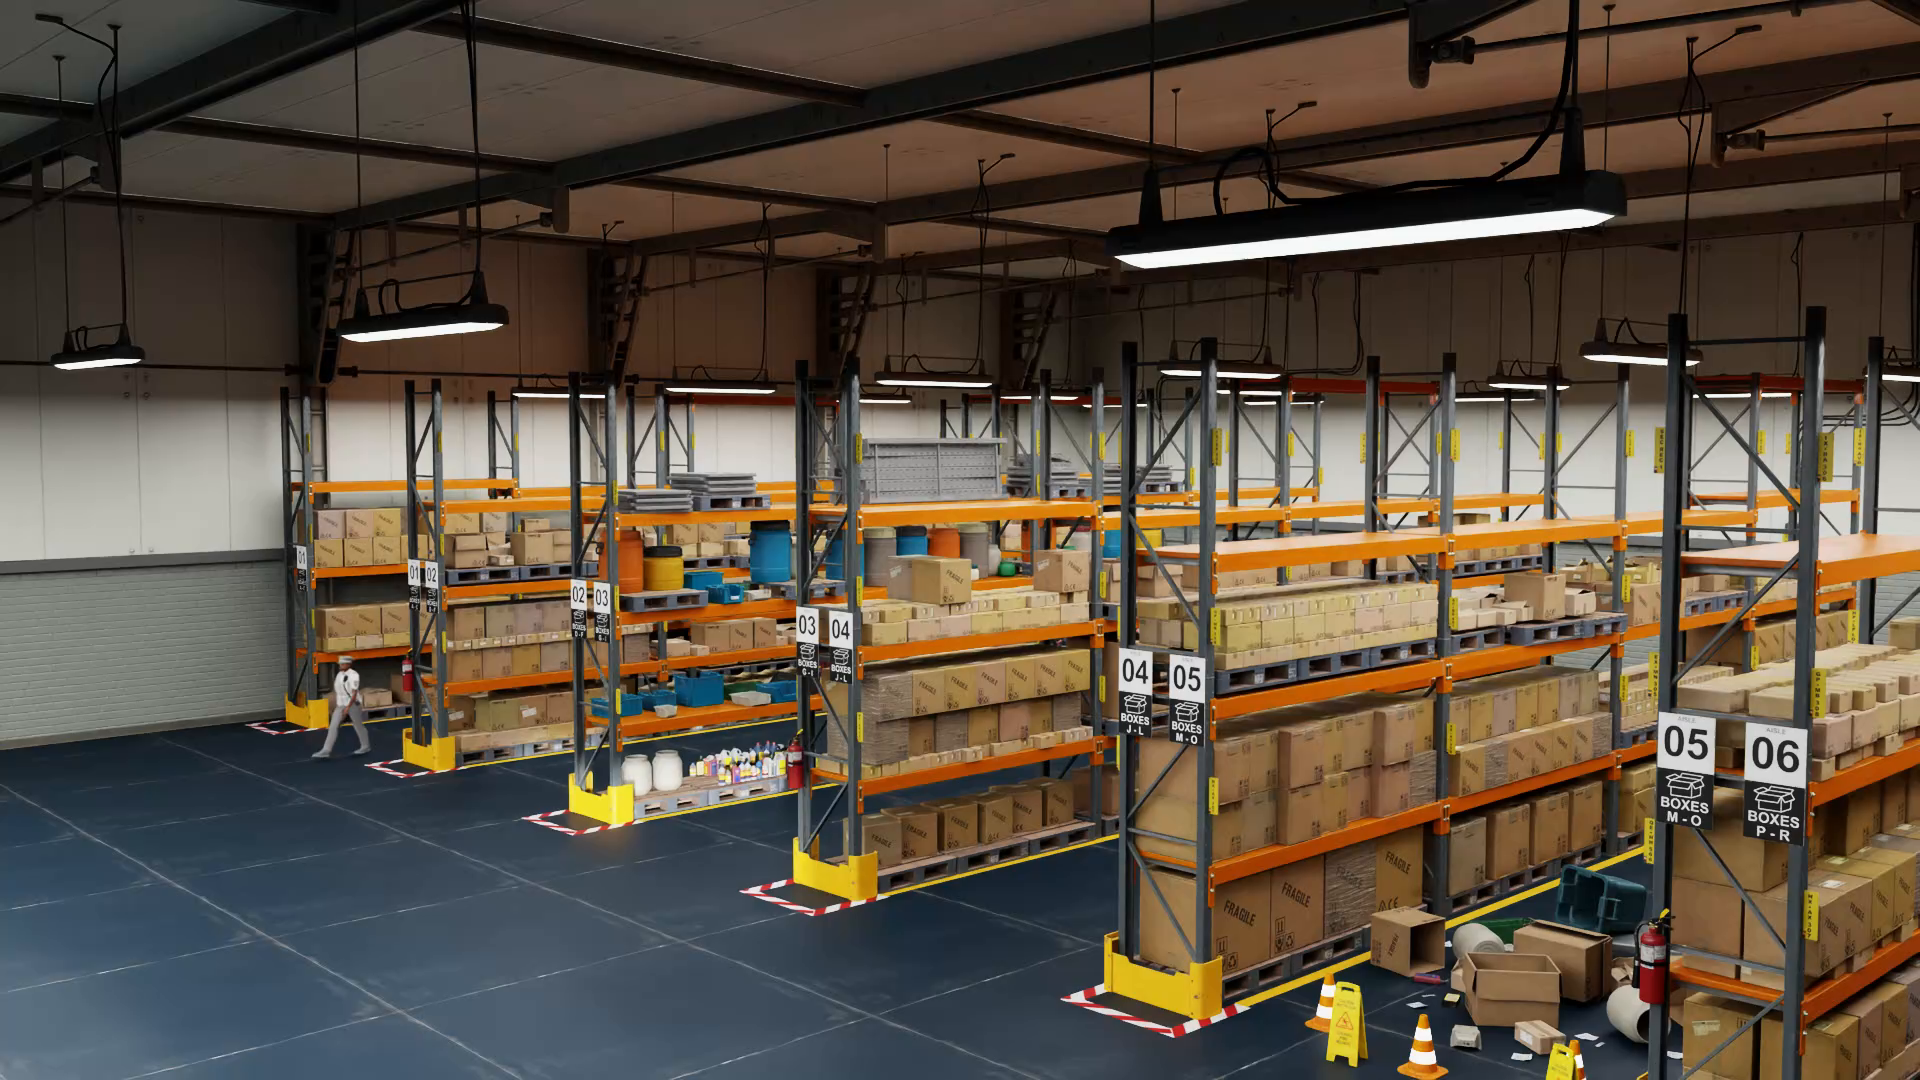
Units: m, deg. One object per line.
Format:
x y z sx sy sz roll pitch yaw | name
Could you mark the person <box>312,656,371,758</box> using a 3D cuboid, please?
-9.817 2.639 26.457 0.502 1.623 0.959 1 4 21 | person
